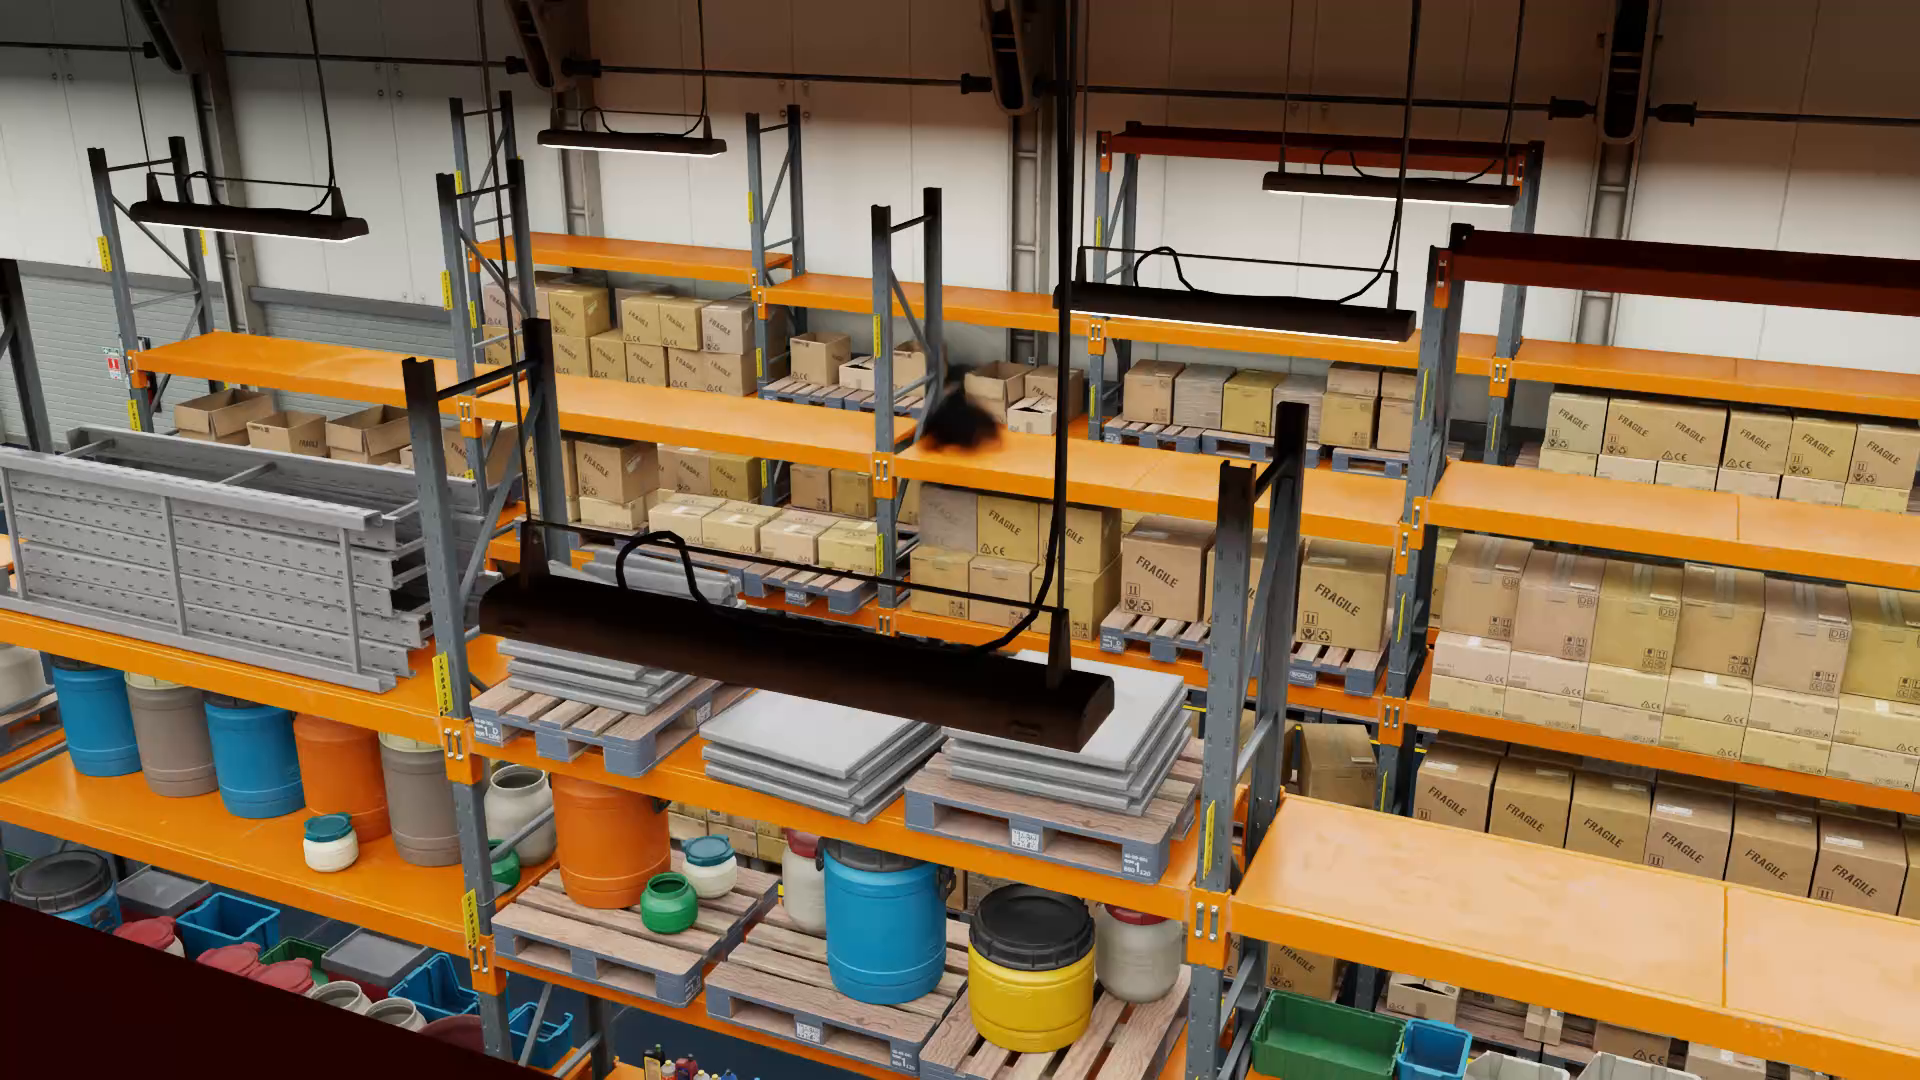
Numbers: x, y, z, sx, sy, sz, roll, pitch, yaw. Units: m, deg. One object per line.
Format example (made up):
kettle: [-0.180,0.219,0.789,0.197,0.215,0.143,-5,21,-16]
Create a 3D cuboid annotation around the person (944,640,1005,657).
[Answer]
person: [0.175,1.105,17.379,0.851,1.718,0.728,-9,23,-24]
